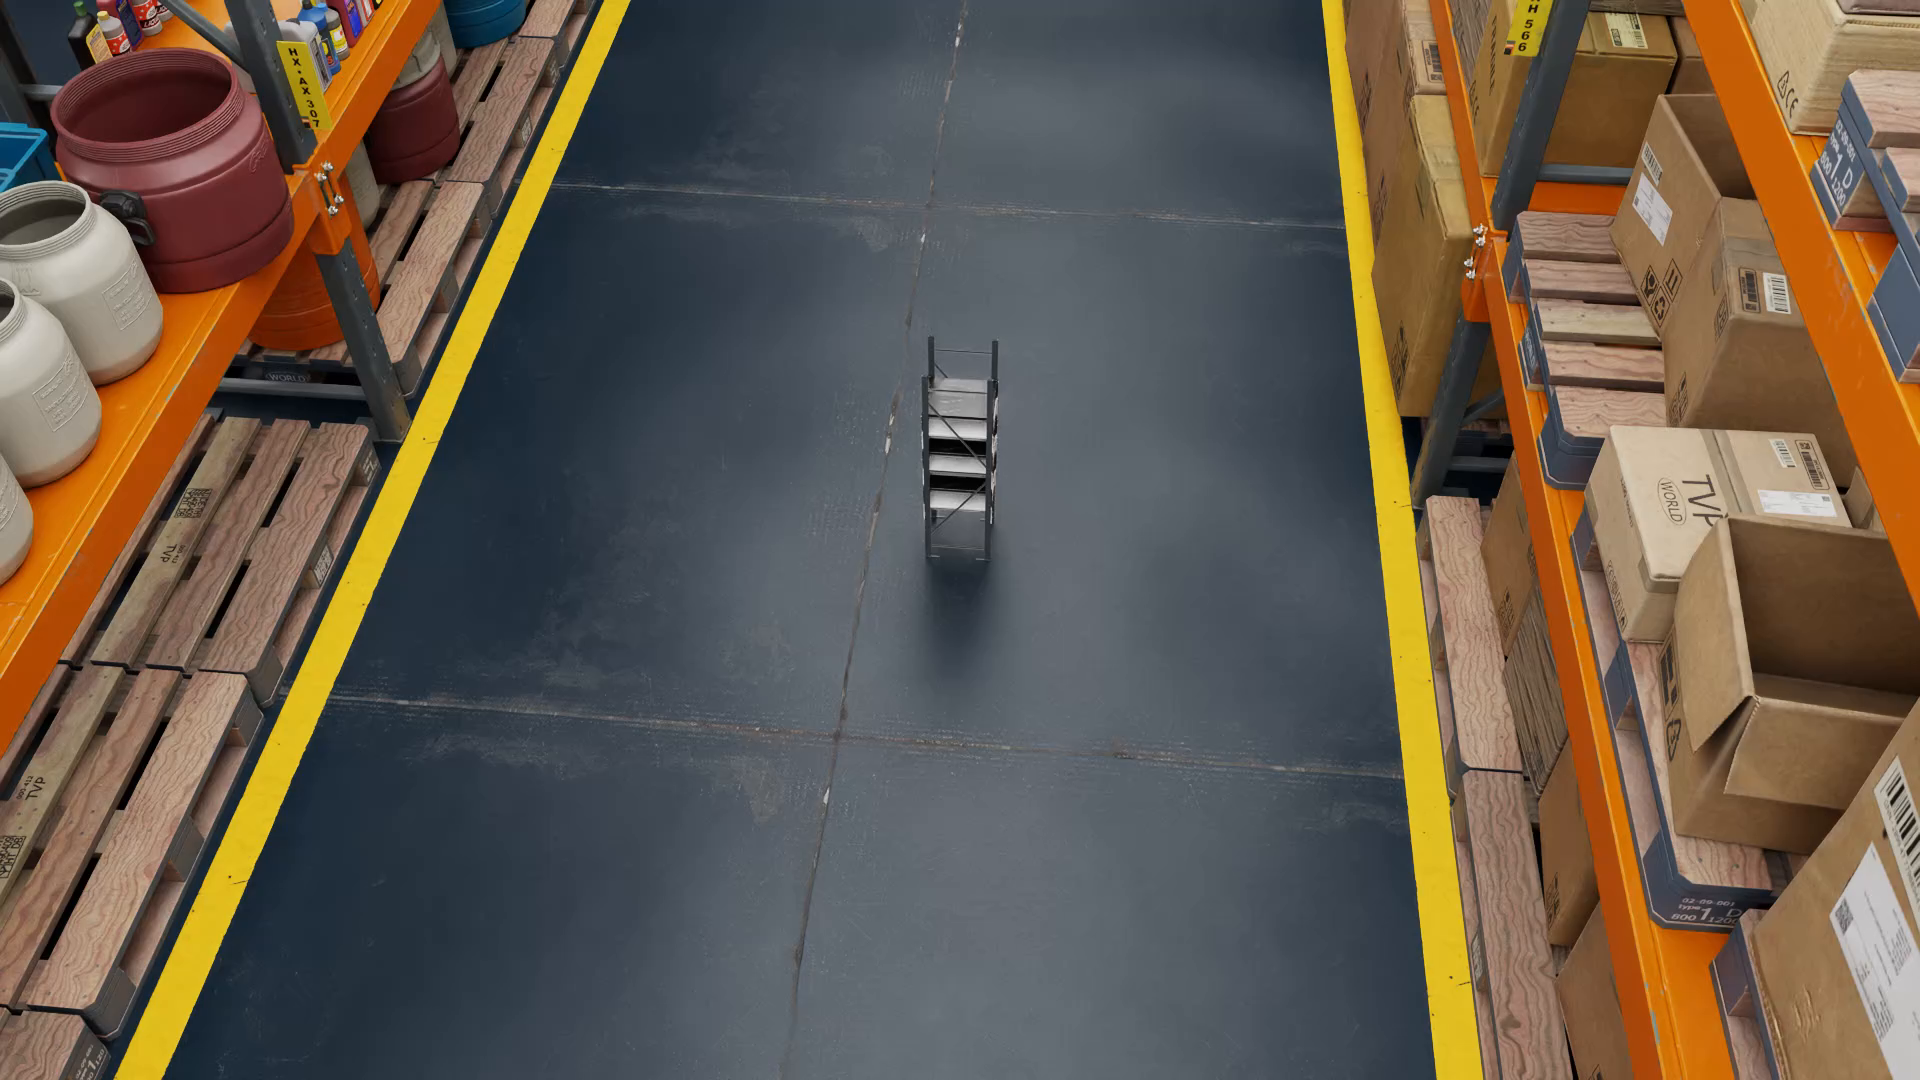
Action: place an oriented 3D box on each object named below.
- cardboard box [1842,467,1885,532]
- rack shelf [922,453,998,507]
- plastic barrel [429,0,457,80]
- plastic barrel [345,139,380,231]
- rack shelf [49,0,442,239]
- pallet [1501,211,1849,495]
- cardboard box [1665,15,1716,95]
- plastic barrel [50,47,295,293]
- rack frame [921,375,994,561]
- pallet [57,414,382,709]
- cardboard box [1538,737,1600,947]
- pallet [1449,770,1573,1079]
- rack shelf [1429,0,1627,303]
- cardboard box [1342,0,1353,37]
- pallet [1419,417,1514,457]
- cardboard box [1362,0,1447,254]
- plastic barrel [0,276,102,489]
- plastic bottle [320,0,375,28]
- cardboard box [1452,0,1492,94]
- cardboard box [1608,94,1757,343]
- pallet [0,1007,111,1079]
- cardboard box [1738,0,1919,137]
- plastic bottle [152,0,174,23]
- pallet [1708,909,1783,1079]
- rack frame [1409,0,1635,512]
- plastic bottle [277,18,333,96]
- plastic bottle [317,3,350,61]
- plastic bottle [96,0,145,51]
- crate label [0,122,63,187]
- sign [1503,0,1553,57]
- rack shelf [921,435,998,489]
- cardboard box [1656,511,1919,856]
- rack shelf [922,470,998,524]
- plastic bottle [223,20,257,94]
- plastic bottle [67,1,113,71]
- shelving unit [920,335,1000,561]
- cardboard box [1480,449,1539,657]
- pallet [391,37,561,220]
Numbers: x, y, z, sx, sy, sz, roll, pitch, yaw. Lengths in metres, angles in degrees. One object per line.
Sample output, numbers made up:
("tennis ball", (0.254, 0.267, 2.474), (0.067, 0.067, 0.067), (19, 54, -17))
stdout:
("cardboard box", (2.347, 0.012, 4.013), (0.396, 0.266, 0.258), (3, 48, 2))
("rack shelf", (0.001, -0.226, 6.014), (0.258, 0.077, 0.200), (4, 48, 4))
("plastic barrel", (-2.609, -2.382, 7.797), (0.421, 0.512, 0.421), (0, 48, 0))
("plastic barrel", (-2.712, -1.552, 7.038), (0.421, 0.512, 0.421), (0, 48, 0))
("rack shelf", (-2.520, -2.695, 7.170), (1.077, 0.370, 4.000), (4, 48, 4))
("pallet", (2.272, -0.540, 4.841), (1.213, 0.211, 1.003), (4, 48, 4))
("cardboard box", (2.546, -1.508, 5.529), (0.500, 0.500, 0.500), (5, 48, 5))
("plastic barrel", (-2.442, -1.153, 5.180), (0.600, 0.536, 0.708), (4, 48, 4))
("rack frame", (-0.009, -0.235, 5.855), (0.240, 0.900, 0.006), (4, 48, 4))
("pallet", (-2.811, 0.039, 6.071), (1.003, 0.211, 1.213), (4, 48, 4))
("cardboard box", (2.107, 0.879, 4.809), (0.700, 0.500, 0.500), (7, 48, 7))
("pallet", (2.044, 1.274, 4.942), (1.003, 0.211, 1.213), (4, 48, 4))
("rack shelf", (2.413, -2.362, 6.865), (1.077, 0.370, 4.000), (4, 48, 4))
("cardboard box", (2.557, -3.028, 8.142), (1.225, 0.875, 0.875), (4, 48, 4))
("pallet", (2.377, -0.769, 6.810), (1.003, 0.211, 1.213), (4, 48, 4))
("cardboard box", (2.403, -1.720, 6.946), (1.225, 0.875, 0.875), (4, 48, 4))
("plastic barrel", (-2.621, -0.427, 4.532), (0.421, 0.512, 0.421), (0, 48, 0))
("plastic bottle", (-2.298, -2.063, 6.188), (0.152, 0.276, 0.135), (4, 48, 4))
("cardboard box", (2.080, -1.915, 5.901), (0.500, 0.500, 0.500), (3, 48, 3))
("cardboard box", (2.221, -0.912, 4.699), (0.500, 0.500, 0.500), (-1, 48, -1))
("pallet", (-3.033, 1.832, 4.431), (1.003, 0.211, 1.213), (4, 48, 4))
("cardboard box", (1.850, -1.013, 3.213), (0.500, 0.250, 0.500), (5, 48, 4))
("plastic bottle", (-3.031, -2.052, 6.229), (0.097, 0.201, 0.097), (0, 48, 0))
("pallet", (2.080, 1.317, 3.143), (1.003, 0.211, 1.213), (4, 48, 4))
("rack frame", (2.231, -1.136, 5.256), (1.000, 3.000, 0.127), (4, 48, 4))
("plastic bottle", (-2.341, -1.723, 5.877), (0.152, 0.276, 0.135), (4, 48, 4))
("plastic bottle", (-2.294, -1.853, 6.046), (0.097, 0.201, 0.097), (0, 48, 0))
("plastic bottle", (-3.069, -1.925, 6.057), (0.061, 0.283, 0.133), (4, 48, 4))
("crate label", (-3.114, -1.128, 5.362), (0.303, 0.233, 0.416), (4, 48, 4))
("sign", (1.677, -1.561, 4.860), (0.100, 0.325, 0.005), (4, 48, 4))
("rack shelf", (0.001, -0.287, 5.948), (0.258, 0.077, 0.200), (4, 48, 4))
("cardboard box", (1.932, 0.347, 3.545), (0.797, 0.503, 0.637), (8, 48, 8))
("rack shelf", (0.001, -0.166, 6.081), (0.258, 0.077, 0.200), (4, 48, 4))
("plastic bottle", (-2.492, -1.733, 5.887), (0.152, 0.276, 0.135), (4, 48, 4))
("plastic bottle", (-3.090, -1.755, 5.902), (0.061, 0.283, 0.133), (4, 48, 4))
("shelving unit", (0.001, -0.310, 5.923), (0.258, 0.900, 0.210), (4, 48, 4))
("cardboard box", (2.189, 0.053, 5.564), (0.700, 0.500, 0.500), (2, 48, 1))
("pallet", (-2.558, -2.004, 7.940), (1.003, 0.211, 1.213), (4, 48, 4))
